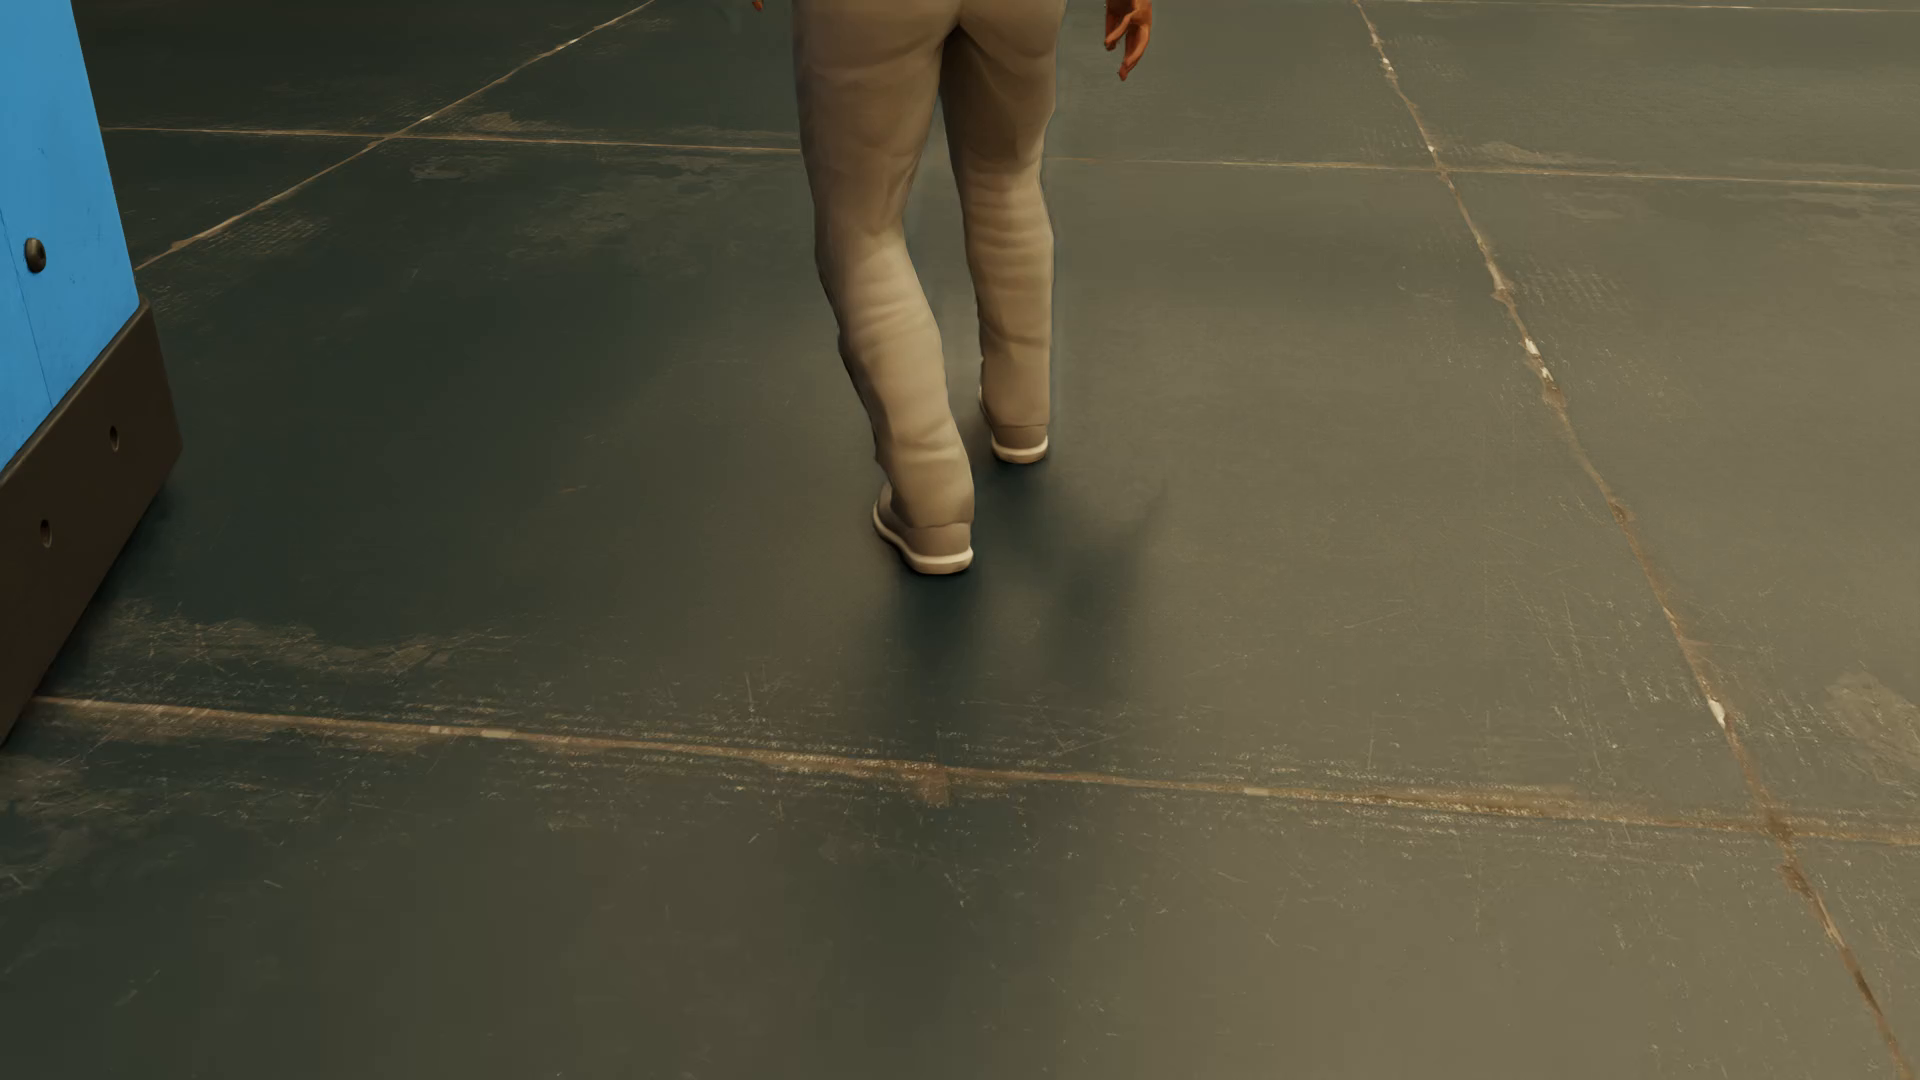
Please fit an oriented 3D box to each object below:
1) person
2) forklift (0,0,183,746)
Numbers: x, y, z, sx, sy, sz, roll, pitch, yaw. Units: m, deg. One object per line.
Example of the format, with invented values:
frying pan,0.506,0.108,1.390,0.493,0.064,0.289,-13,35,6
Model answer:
person,-0.026,-0.806,2.311,0.568,1.623,0.605,-11,28,-21
forklift,-2.644,-1.084,1.389,3.031,2.935,1.130,-4,27,-9
